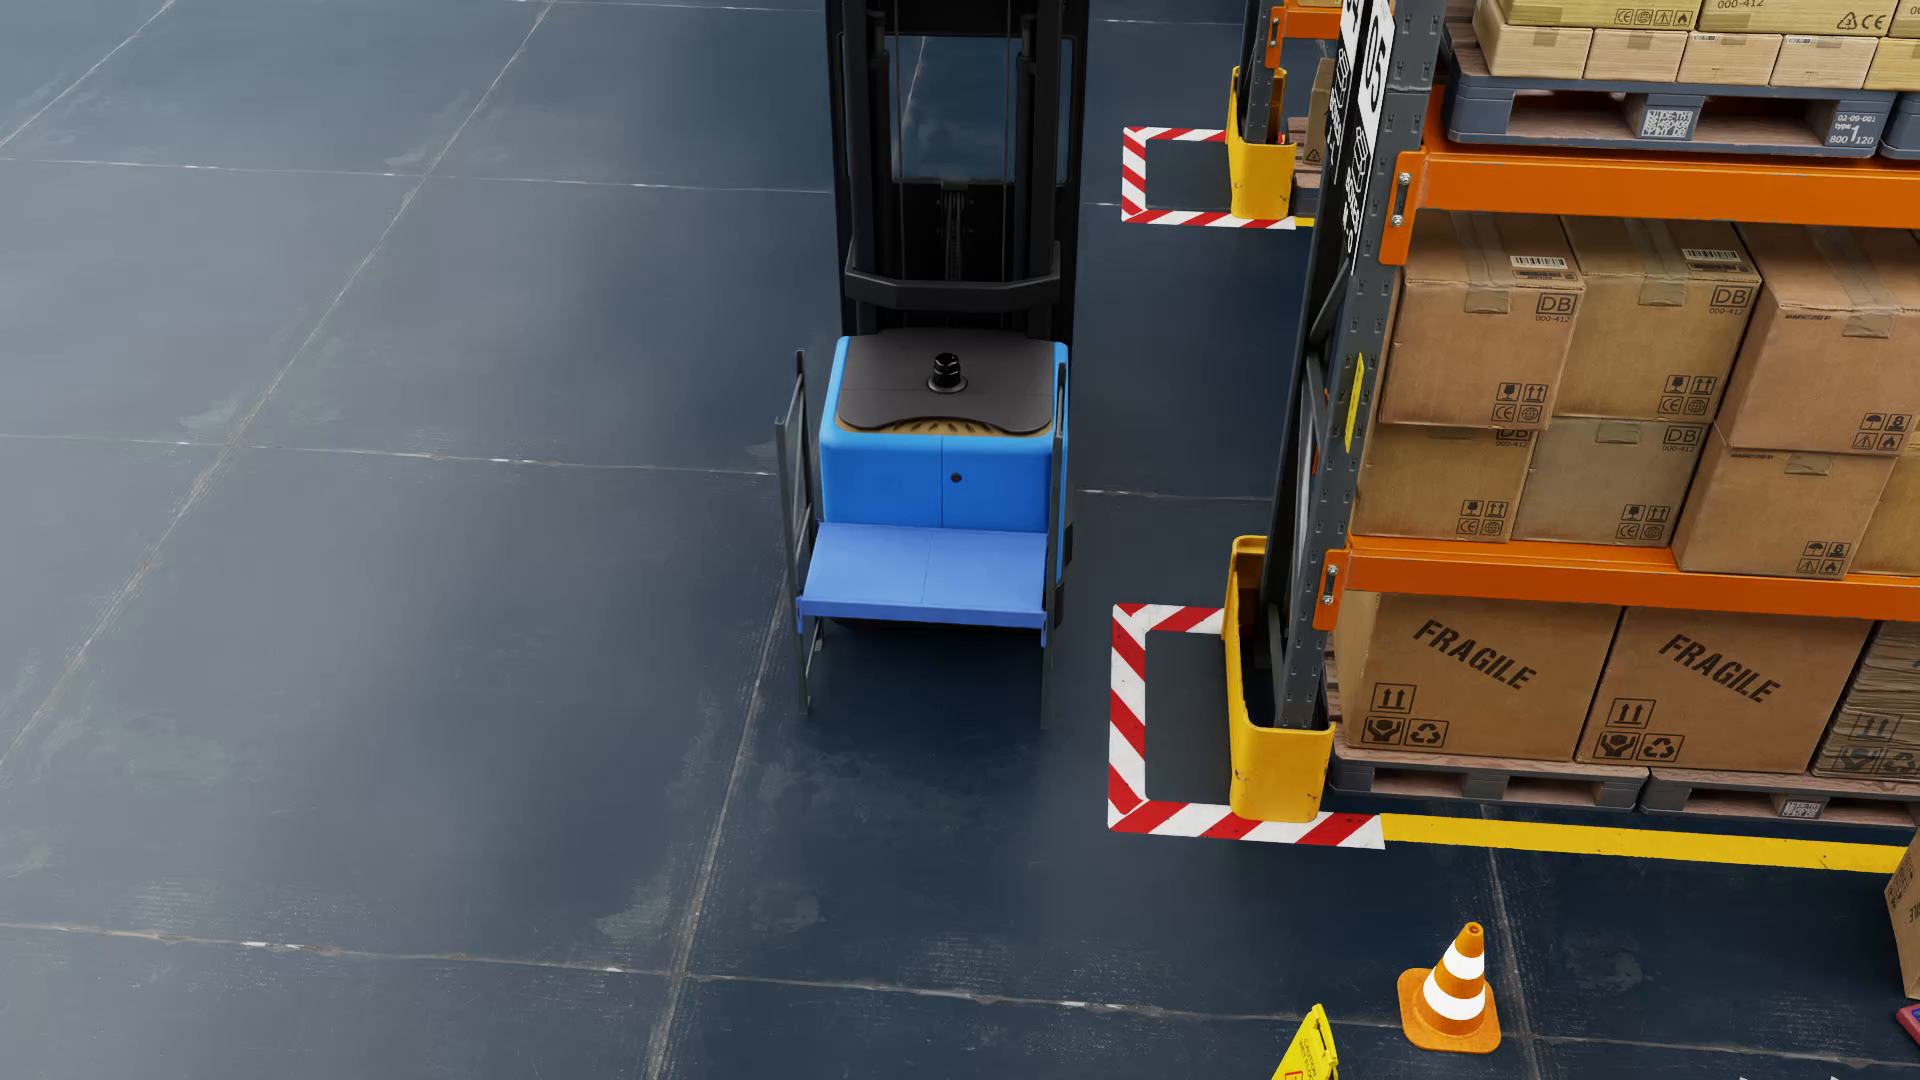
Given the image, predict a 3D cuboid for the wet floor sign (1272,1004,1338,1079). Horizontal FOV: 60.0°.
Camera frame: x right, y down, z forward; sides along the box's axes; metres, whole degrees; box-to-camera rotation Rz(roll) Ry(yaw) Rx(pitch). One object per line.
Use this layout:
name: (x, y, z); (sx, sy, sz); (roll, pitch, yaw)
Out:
wet floor sign: (1.118, 1.737, 5.275); (0.232, 0.644, 0.267); (-3, 39, -4)

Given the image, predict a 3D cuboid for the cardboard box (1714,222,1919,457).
cardboard box: (2.786, -0.764, 5.509); (0.550, 0.550, 0.875); (3, 39, 4)

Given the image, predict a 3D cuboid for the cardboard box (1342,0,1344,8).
cardboard box: (2.357, -3.245, 9.730); (0.250, 0.149, 0.380); (3, 39, 4)

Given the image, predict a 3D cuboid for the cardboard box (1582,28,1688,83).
cardboard box: (1.885, -1.454, 4.741); (0.250, 0.149, 0.380); (3, 39, 4)

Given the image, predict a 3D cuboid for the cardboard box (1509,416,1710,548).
cardboard box: (2.241, -0.470, 6.003); (0.550, 0.550, 0.875); (3, 39, 4)

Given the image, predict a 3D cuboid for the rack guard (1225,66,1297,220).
rack guard: (1.922, -2.560, 10.670); (0.348, 0.500, 1.175); (3, 39, 4)

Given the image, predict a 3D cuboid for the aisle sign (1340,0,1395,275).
aisle sign: (1.221, -1.243, 5.012); (0.004, 0.787, 0.394); (3, 39, 4)

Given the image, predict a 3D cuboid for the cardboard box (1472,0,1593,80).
cardboard box: (1.631, -1.467, 4.758); (0.250, 0.149, 0.380); (3, 39, 4)

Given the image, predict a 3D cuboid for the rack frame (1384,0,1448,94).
rack frame: (1.317, -2.747, 4.166); (0.127, 3.000, 1.000); (3, 39, 4)

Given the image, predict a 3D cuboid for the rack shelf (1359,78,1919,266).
rack shelf: (3.310, -1.195, 5.207); (4.000, 0.370, 1.077); (3, 39, 4)

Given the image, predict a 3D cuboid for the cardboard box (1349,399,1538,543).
cardboard box: (1.691, -0.486, 6.023); (0.550, 0.550, 0.875); (3, 39, 4)

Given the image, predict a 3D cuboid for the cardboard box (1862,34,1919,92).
cardboard box: (2.637, -1.412, 4.690); (0.250, 0.149, 0.380); (3, 39, 4)

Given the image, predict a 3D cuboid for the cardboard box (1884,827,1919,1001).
cardboard box: (3.667, 1.327, 5.892); (0.500, 0.500, 0.500); (10, 40, 12)

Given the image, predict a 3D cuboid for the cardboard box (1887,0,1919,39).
cardboard box: (2.785, -1.600, 4.606); (0.500, 0.250, 0.500); (3, 39, 3)

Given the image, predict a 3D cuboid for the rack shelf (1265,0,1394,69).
rack shelf: (3.839, -3.146, 9.979); (4.000, 0.370, 1.077); (3, 39, 4)

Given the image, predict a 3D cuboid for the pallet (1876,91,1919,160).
pallet: (3.276, -1.450, 5.020); (1.213, 0.211, 1.003); (3, 39, 4)

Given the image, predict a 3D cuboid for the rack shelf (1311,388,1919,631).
rack shelf: (3.310, -0.032, 6.153); (4.000, 0.370, 1.077); (3, 39, 4)

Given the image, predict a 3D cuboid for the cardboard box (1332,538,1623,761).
cardboard box: (1.999, 0.237, 6.604); (0.875, 0.875, 0.875); (3, 39, 4)

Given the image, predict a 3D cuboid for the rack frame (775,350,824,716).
rack frame: (-0.640, 0.002, 6.730); (0.032, 1.500, 0.500); (3, 39, 4)

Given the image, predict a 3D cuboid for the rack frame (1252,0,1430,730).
rack frame: (1.317, -0.420, 6.060); (0.127, 3.000, 1.000); (3, 39, 4)

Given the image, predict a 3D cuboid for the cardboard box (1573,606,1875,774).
cardboard box: (2.875, 0.283, 6.547); (0.875, 0.875, 0.875); (3, 39, 3)

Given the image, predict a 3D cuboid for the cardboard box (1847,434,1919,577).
cardboard box: (3.319, -0.358, 5.865); (0.500, 0.550, 0.875); (3, 39, 4)

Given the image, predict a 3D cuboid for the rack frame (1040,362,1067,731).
rack frame: (0.373, 0.056, 6.664); (0.032, 1.500, 0.500); (3, 39, 4)

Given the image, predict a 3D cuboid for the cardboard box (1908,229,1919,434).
cardboard box: (3.325, -0.817, 5.574); (0.500, 0.550, 0.875); (3, 39, 4)

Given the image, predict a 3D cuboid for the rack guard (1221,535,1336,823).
rack guard: (1.293, 0.548, 6.851); (0.348, 0.500, 1.175); (3, 39, 4)

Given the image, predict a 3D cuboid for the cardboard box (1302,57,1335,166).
cardboard box: (2.467, -2.683, 10.488); (0.500, 0.500, 0.500); (10, 40, 12)

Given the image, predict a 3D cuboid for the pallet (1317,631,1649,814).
pallet: (2.121, 0.656, 6.947); (1.213, 0.211, 1.003); (3, 39, 4)

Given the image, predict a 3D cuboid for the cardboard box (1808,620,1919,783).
cardboard box: (3.784, 0.334, 6.484); (0.875, 0.875, 0.875); (3, 39, 4)

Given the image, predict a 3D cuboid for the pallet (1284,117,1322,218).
pallet: (2.728, -2.382, 10.679); (1.213, 0.211, 1.003); (3, 39, 4)

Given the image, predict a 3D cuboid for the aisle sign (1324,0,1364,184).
aisle sign: (1.273, -1.621, 5.476); (0.004, 0.787, 0.394); (3, 39, 4)

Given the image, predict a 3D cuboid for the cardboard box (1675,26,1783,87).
cardboard box: (2.135, -1.440, 4.724); (0.250, 0.149, 0.380); (3, 39, 4)

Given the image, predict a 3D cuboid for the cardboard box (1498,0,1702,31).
cardboard box: (1.776, -1.654, 4.672); (0.500, 0.250, 0.500); (3, 39, 4)

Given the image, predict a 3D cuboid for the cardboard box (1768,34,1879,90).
cardboard box: (2.387, -1.426, 4.708); (0.250, 0.149, 0.380); (3, 39, 4)

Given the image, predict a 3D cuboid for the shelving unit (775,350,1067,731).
shelving unit: (-0.134, 0.029, 6.697); (1.048, 1.500, 0.538); (3, 39, 4)

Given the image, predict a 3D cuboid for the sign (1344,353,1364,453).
sign: (1.264, -0.438, 5.333); (0.005, 0.325, 0.100); (3, 39, 4)

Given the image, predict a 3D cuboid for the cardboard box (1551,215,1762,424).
cardboard box: (2.240, -0.880, 5.652); (0.550, 0.550, 0.875); (3, 39, 4)

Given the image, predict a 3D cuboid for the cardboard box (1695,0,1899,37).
cardboard box: (2.282, -1.627, 4.639); (0.500, 0.250, 0.500); (3, 39, 3)

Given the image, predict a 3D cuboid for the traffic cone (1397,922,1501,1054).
traffic cone: (1.724, 1.486, 5.728); (0.334, 0.463, 0.336); (3, 39, 4)

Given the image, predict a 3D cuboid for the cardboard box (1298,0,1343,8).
cardboard box: (2.109, -3.271, 9.762); (0.250, 0.149, 0.380); (3, 39, 4)

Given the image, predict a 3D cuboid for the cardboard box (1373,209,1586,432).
cardboard box: (1.684, -0.852, 5.617); (0.550, 0.550, 0.875); (3, 39, 4)

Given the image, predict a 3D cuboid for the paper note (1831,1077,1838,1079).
paper note: (3.012, 1.859, 5.629); (0.123, 0.001, 0.032); (24, 45, 26)

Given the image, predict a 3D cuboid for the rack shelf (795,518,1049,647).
rack shelf: (-0.134, 0.168, 6.810); (1.000, 0.185, 0.538); (3, 39, 4)

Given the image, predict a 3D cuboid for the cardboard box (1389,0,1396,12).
cardboard box: (2.605, -3.222, 9.702); (0.250, 0.149, 0.380); (3, 39, 4)

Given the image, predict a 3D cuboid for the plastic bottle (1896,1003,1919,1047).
plastic bottle: (3.386, 1.735, 5.741); (0.133, 0.061, 0.283); (-10, 40, -12)

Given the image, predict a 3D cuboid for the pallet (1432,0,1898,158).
pallet: (2.057, -1.515, 5.100); (1.213, 0.211, 1.003); (3, 39, 4)

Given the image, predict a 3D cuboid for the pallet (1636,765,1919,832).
pallet: (3.333, 0.724, 6.864); (1.213, 0.211, 1.003); (3, 39, 4)

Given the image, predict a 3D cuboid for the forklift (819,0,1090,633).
forklift: (0.001, -1.640, 7.613); (1.130, 2.935, 3.031); (2, 39, 2)

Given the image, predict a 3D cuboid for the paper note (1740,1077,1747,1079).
paper note: (2.692, 1.883, 5.584); (0.142, 0.017, 0.144); (16, 42, 19)

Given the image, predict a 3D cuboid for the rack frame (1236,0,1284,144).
rack frame: (1.846, -3.534, 9.886); (0.127, 3.000, 1.000); (3, 39, 4)

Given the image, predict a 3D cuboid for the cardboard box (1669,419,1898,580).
cardboard box: (2.788, -0.361, 5.869); (0.550, 0.550, 0.875); (3, 39, 4)
